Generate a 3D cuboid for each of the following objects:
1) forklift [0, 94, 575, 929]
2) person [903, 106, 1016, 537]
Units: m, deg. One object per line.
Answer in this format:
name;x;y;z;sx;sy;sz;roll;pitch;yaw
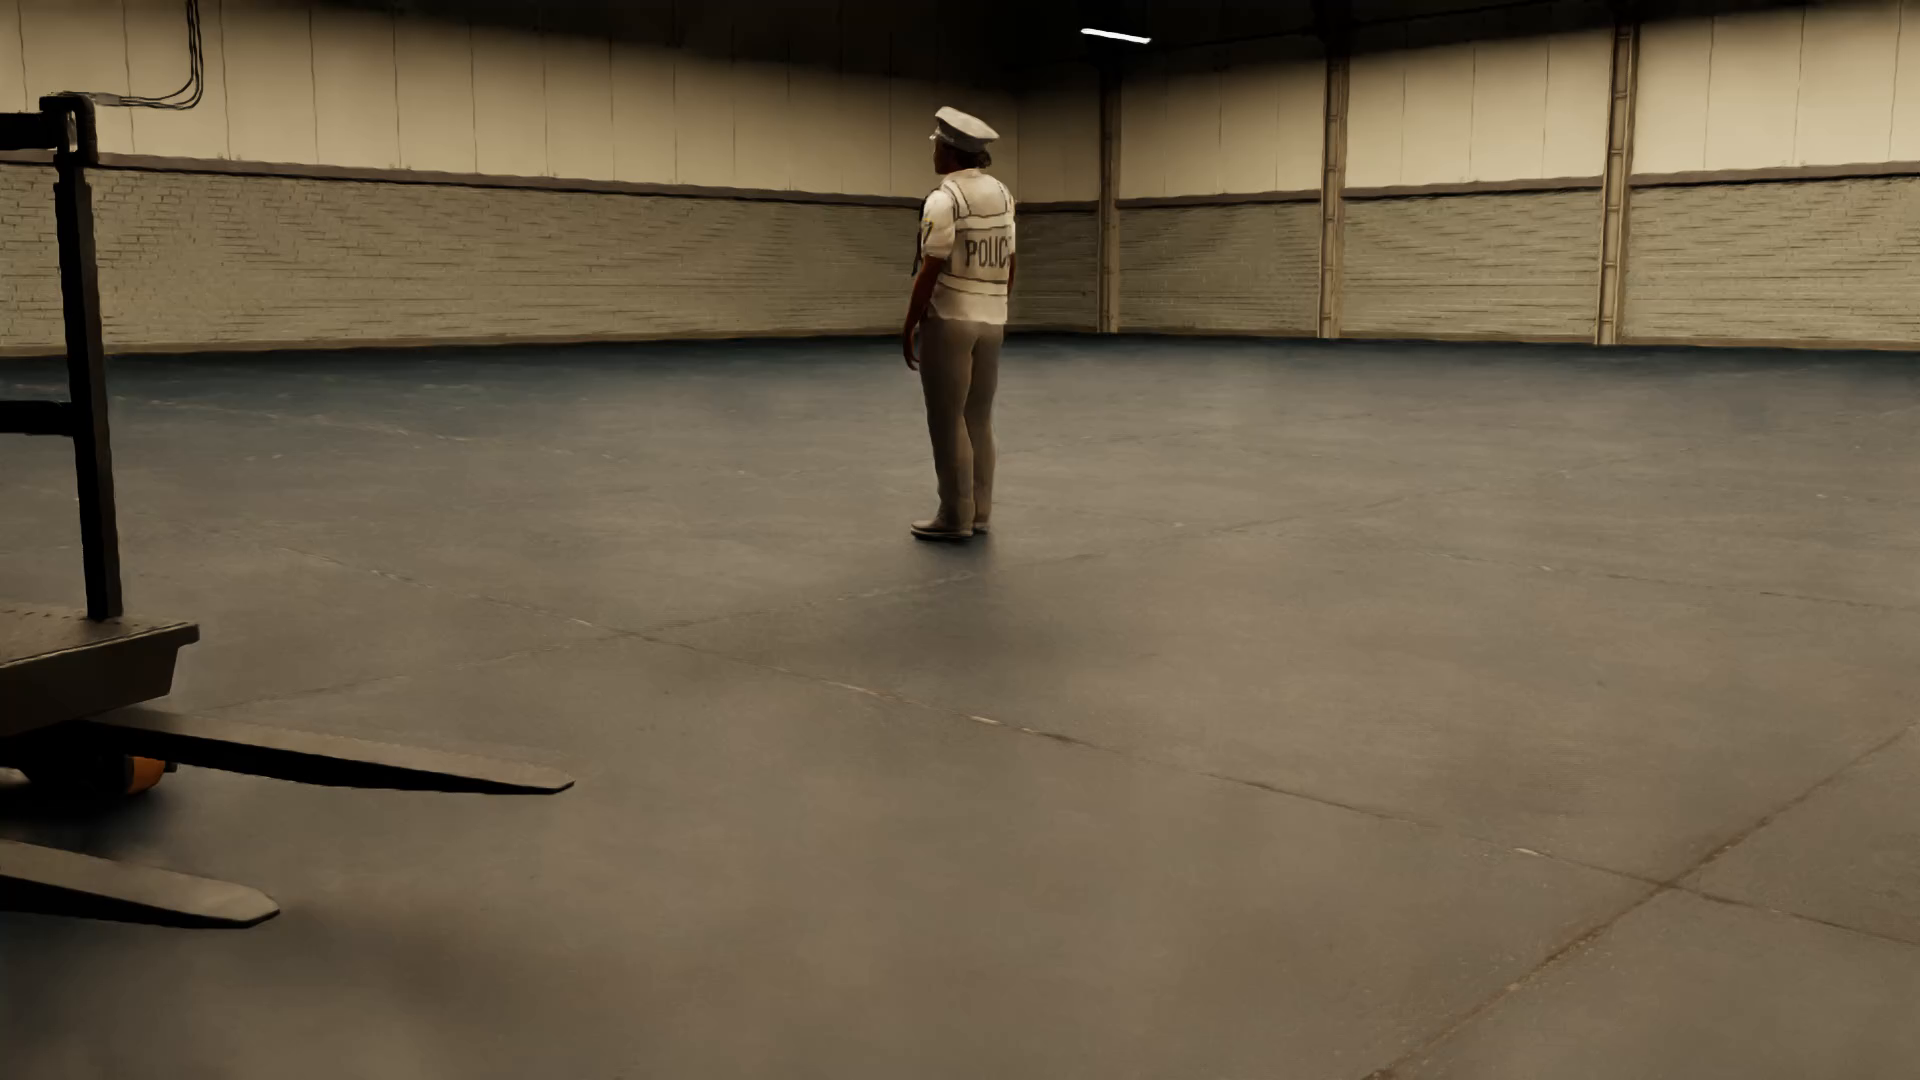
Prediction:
forklift;-2.133;-0.890;2.784;3.031;2.935;1.130;4;9;24
person;-0.040;-0.850;6.656;0.529;1.685;0.570;8;12;43
